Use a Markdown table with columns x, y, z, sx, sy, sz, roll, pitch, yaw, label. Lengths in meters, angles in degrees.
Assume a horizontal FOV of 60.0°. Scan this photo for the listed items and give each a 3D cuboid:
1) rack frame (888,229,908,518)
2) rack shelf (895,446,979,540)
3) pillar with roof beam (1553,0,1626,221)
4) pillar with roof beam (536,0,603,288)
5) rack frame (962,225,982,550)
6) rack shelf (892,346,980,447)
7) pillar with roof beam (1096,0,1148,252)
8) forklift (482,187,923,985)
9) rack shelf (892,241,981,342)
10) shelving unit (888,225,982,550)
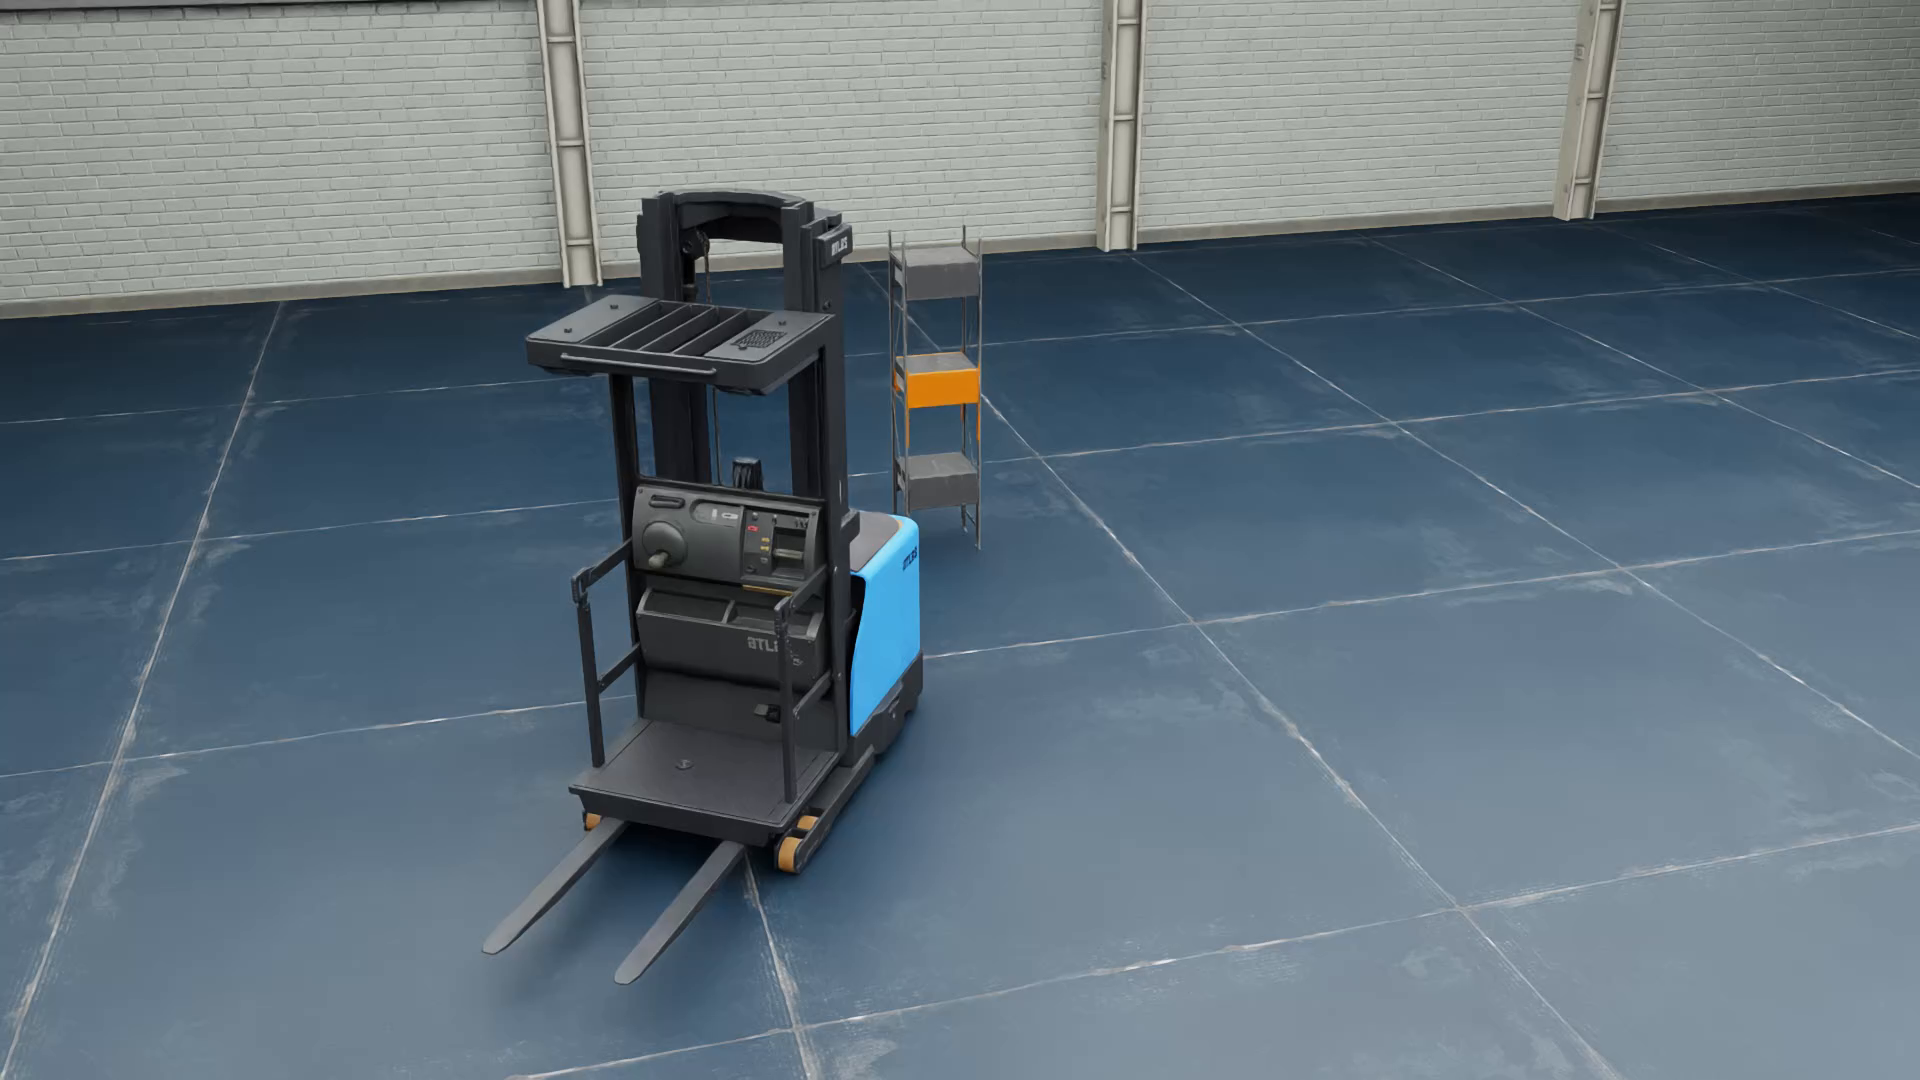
| x | y | z | sx | sy | sz | roll | pitch | yaw | label |
| --- | --- | --- | --- | --- | --- | --- | --- | --- | --- |
| -0.394 | -0.921 | 10.734 | 0.015 | 2.100 | 0.400 | -6 | 24 | -14 | rack frame |
| -0.159 | -0.291 | 11.076 | 0.480 | 0.518 | 0.431 | -6 | 24 | -14 | rack shelf |
| 8.730 | -6.491 | 14.966 | 0.400 | 9.000 | 9.100 | -6 | 24 | -14 | pillar with roof beam |
| -2.824 | -5.213 | 11.987 | 0.400 | 9.000 | 9.100 | -6 | 24 | -14 | pillar with roof beam |
| 0.076 | -0.973 | 10.855 | 0.015 | 2.100 | 0.400 | -6 | 24 | -14 | rack frame |
| -0.159 | -0.935 | 10.800 | 0.480 | 0.518 | 0.431 | -6 | 24 | -14 | rack shelf |
| 2.953 | -5.852 | 13.476 | 0.400 | 9.000 | 9.100 | -6 | 24 | -14 | pillar with roof beam |
| -1.154 | 0.010 | 7.509 | 1.130 | 2.935 | 3.031 | 8 | 24 | 17 | forklift |
| -0.159 | -1.578 | 10.524 | 0.480 | 0.518 | 0.431 | -6 | 24 | -14 | rack shelf |
| -0.159 | -0.947 | 10.795 | 0.503 | 2.100 | 0.431 | -6 | 24 | -14 | shelving unit |
